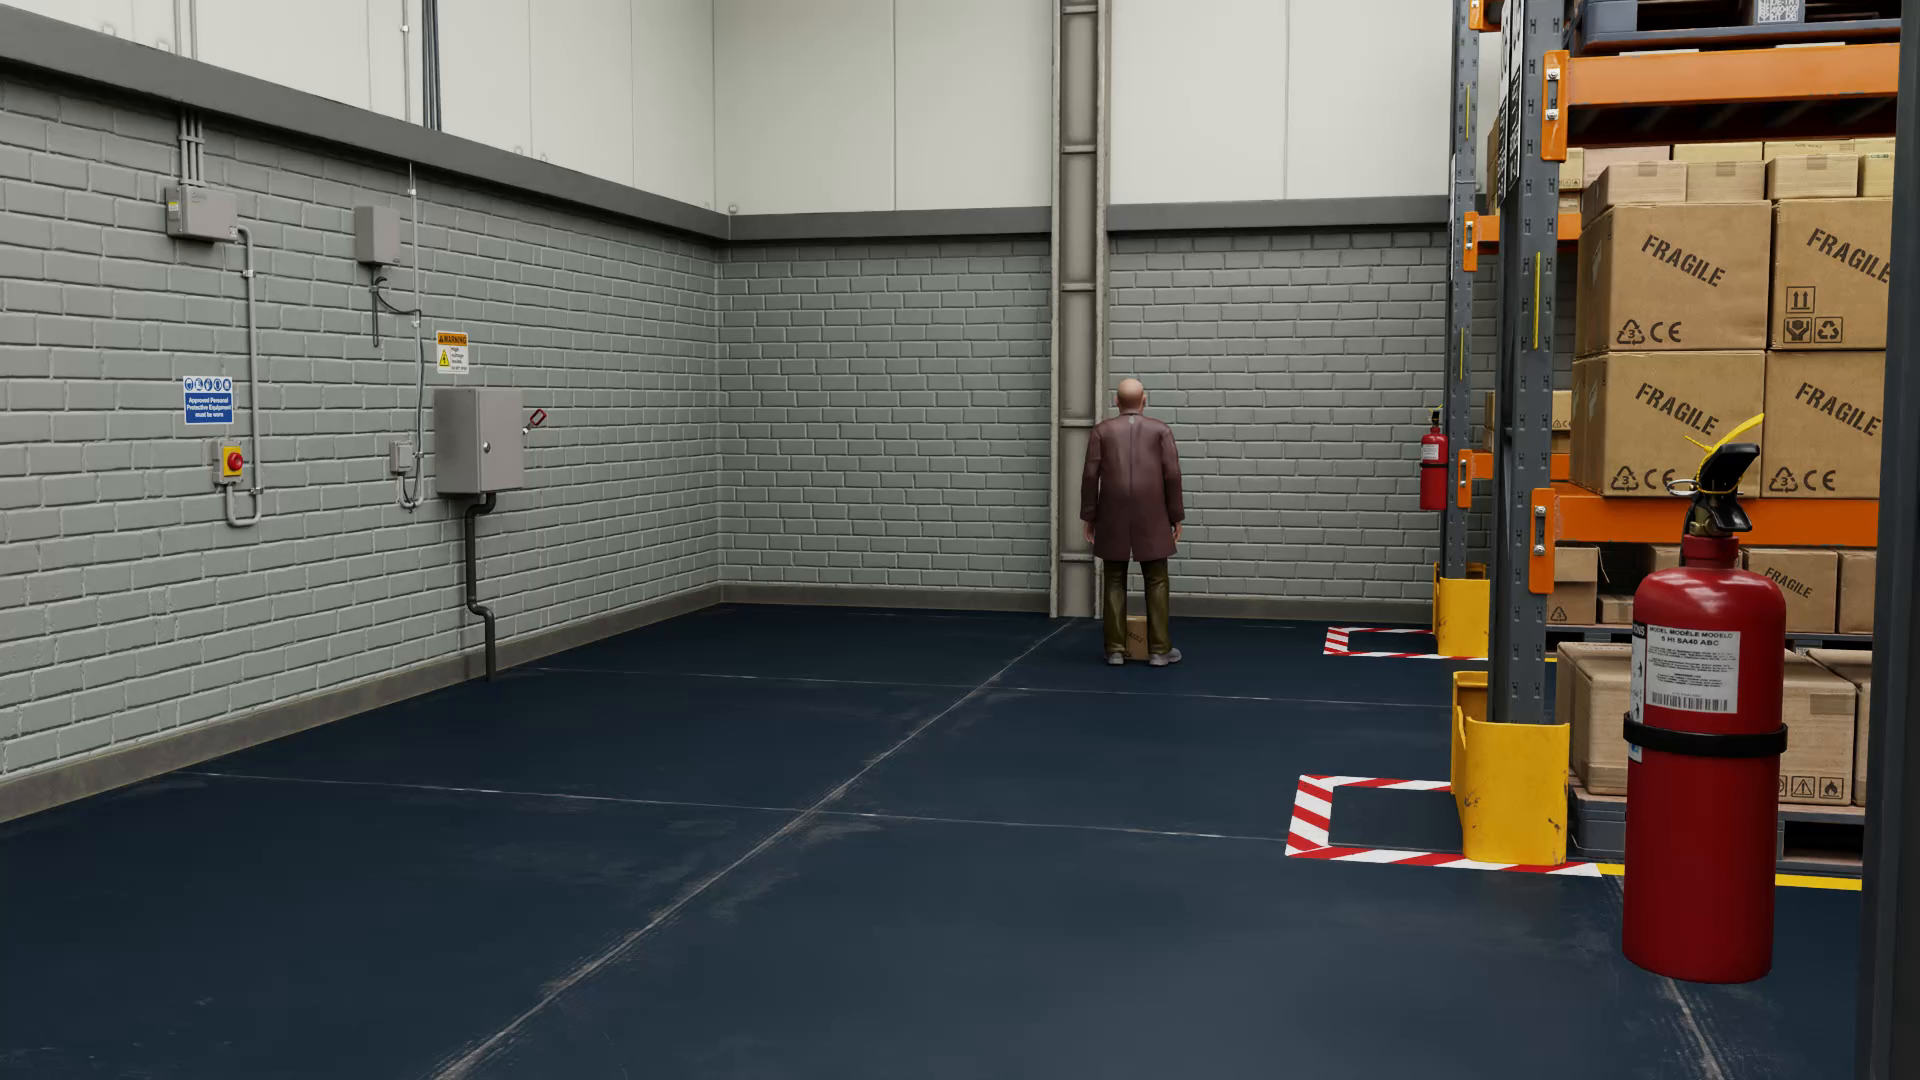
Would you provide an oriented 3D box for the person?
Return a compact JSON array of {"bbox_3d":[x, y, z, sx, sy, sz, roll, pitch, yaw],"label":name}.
[{"bbox_3d":[1.071,-0.115,10.357,0.655,1.775,0.420,1,5,11],"label":"person"}]
